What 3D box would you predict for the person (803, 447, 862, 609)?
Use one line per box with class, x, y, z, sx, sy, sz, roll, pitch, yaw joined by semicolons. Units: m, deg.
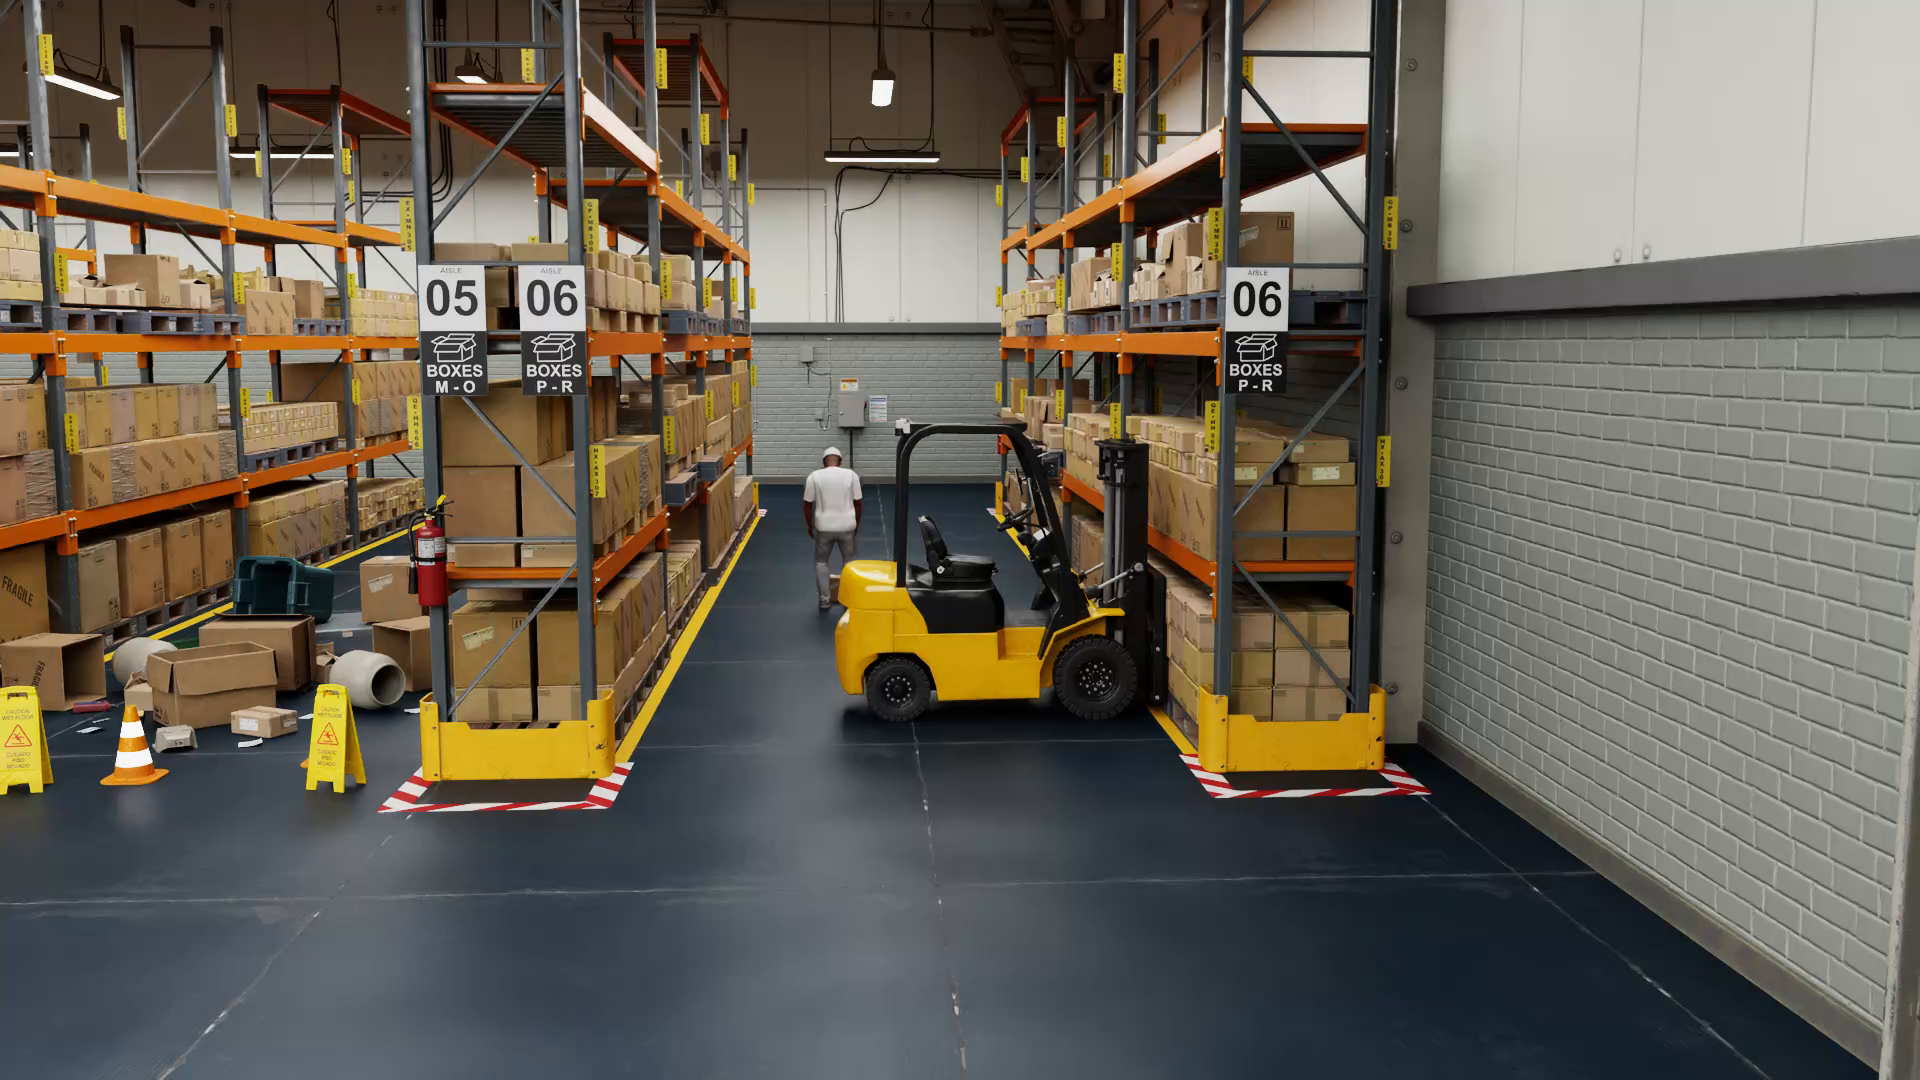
person;-1.316;-0.125;17.207;0.610;1.647;0.554;0;7;-2
